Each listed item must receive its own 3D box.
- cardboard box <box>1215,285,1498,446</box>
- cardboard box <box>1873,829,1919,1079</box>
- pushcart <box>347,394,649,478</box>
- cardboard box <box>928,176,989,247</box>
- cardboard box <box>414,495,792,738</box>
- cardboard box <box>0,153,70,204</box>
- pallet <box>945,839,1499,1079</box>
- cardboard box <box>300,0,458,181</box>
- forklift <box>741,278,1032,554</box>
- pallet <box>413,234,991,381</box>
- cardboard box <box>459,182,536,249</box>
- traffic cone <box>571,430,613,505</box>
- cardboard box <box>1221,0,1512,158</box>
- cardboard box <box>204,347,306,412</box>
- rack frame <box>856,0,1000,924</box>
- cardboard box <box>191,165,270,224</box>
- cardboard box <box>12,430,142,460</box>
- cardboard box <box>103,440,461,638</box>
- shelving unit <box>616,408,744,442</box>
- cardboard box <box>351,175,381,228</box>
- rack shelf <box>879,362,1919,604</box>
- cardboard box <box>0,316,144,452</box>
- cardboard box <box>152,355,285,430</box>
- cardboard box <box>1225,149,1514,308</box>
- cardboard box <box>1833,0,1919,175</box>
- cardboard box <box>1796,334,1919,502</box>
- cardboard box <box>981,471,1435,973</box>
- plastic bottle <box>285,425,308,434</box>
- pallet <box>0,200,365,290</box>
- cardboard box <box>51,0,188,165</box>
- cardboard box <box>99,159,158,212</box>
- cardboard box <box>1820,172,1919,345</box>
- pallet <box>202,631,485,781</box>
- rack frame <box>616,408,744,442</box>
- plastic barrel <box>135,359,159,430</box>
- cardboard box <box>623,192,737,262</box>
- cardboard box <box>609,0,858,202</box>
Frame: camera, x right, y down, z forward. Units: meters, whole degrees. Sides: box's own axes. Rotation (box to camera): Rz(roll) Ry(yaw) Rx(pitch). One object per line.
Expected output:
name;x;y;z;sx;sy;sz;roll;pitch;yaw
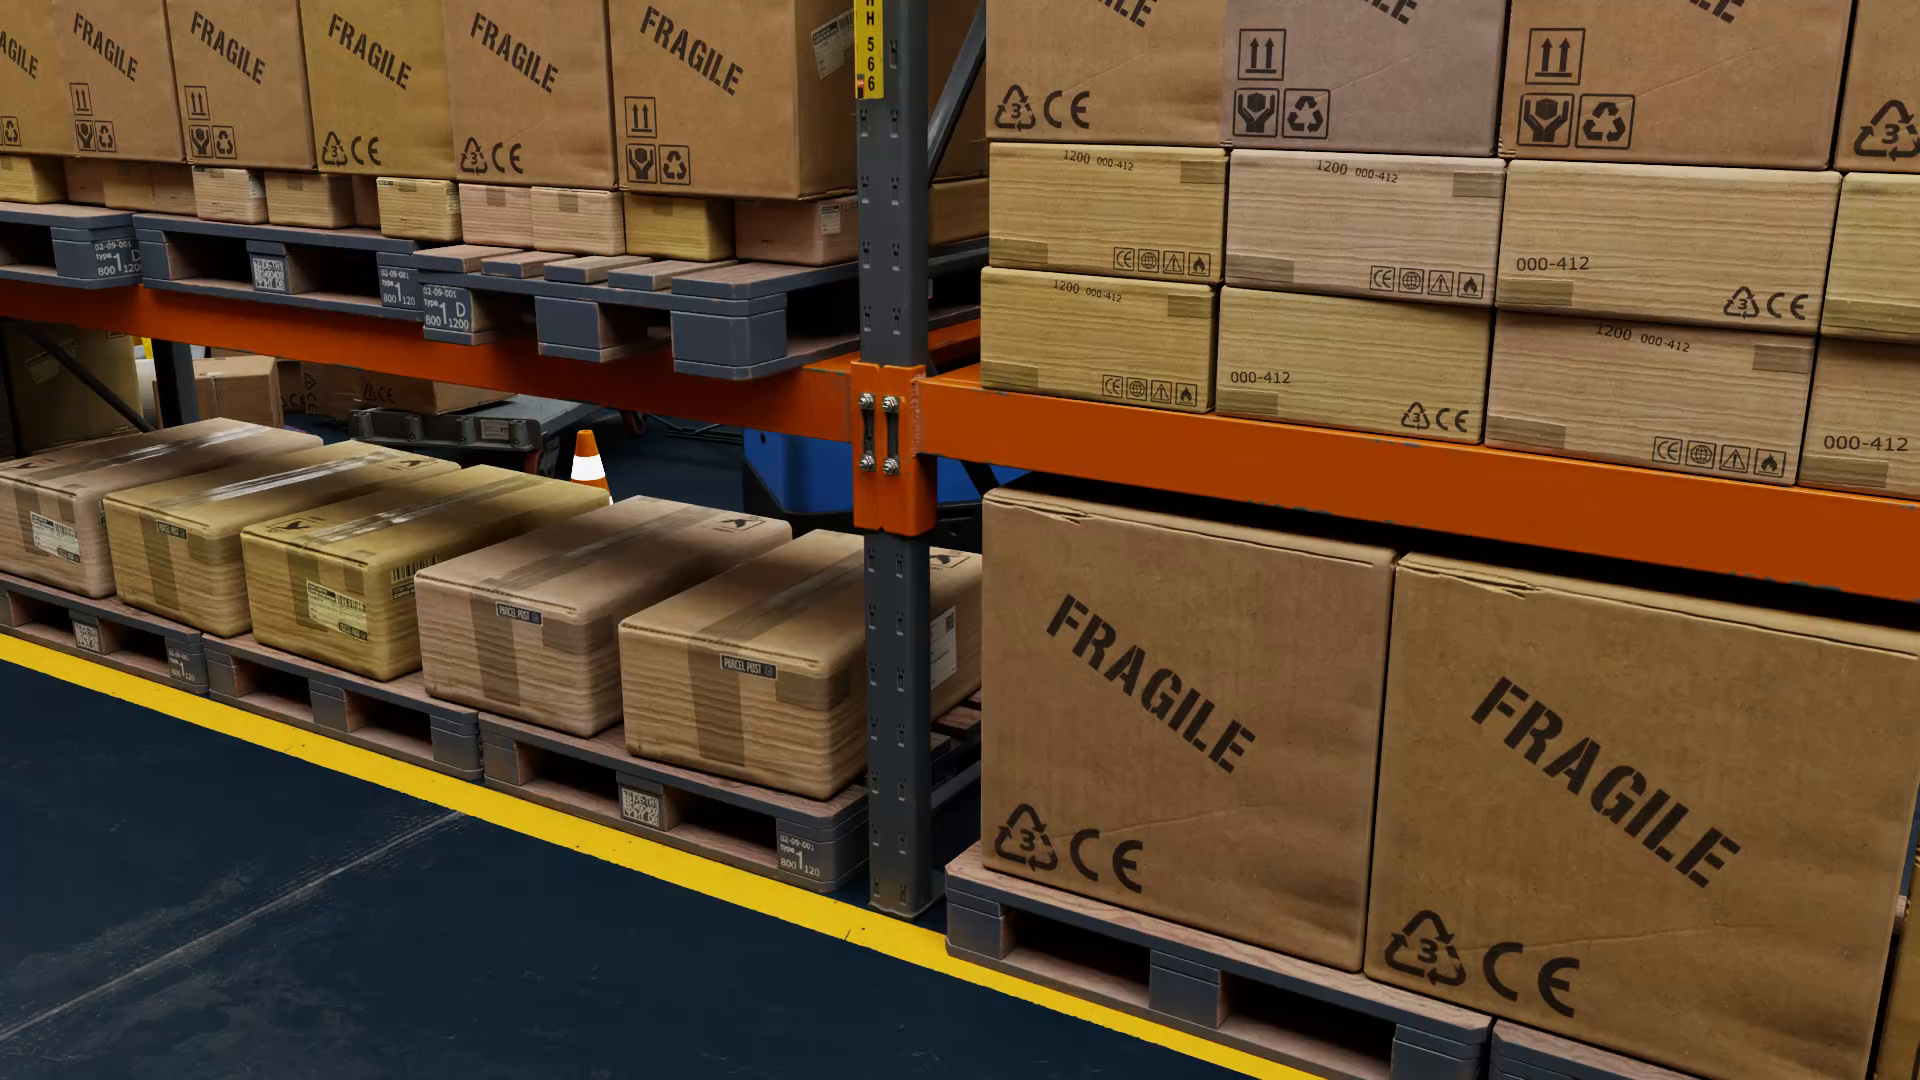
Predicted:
cardboard box;0.828;-0.384;3.243;0.500;0.250;0.500;9;19;28
cardboard box;2.160;0.548;2.850;0.875;0.875;0.875;11;20;32
pushcart;-2.162;-0.592;8.182;0.936;0.377;1.648;3;17;11
cardboard box;-0.084;-0.843;4.204;0.250;0.149;0.380;9;19;27
cardboard box;-1.013;0.191;4.889;0.625;0.372;0.950;10;19;29
cardboard box;-2.799;-1.153;5.226;0.250;0.149;0.380;11;20;31
pallet;0.728;0.806;3.863;1.213;0.211;1.003;10;20;30
cardboard box;-1.314;-1.210;4.298;0.500;0.500;0.500;9;19;26
forklift;0.657;-1.466;6.664;3.031;2.935;1.130;-5;18;-16
pallet;-0.567;-0.657;4.212;1.003;0.211;1.213;10;20;30
cardboard box;-1.021;-0.829;4.159;0.250;0.149;0.380;9;19;27
traffic cone;-1.523;-0.219;6.806;0.334;0.463;0.336;10;20;30
cardboard box;0.816;-0.984;3.067;0.500;0.500;0.500;10;20;30
cardboard box;-3.900;-1.049;9.467;0.637;0.503;0.797;-2;17;-8
rack frame;0.096;-0.666;3.914;0.127;3.000;1.000;10;20;30
cardboard box;-1.911;-0.988;4.683;0.250;0.149;0.380;11;20;32
cardboard box;-3.674;-0.317;6.771;0.500;0.250;0.500;9;19;28
cardboard box;-2.250;-0.031;5.620;0.625;0.372;0.950;12;20;33
shelving unit;-0.840;-1.026;8.220;1.500;1.048;0.538;8;-8;24
cardboard box;-1.411;-0.937;4.514;0.250;0.149;0.380;10;20;30
rack shelf;1.800;-0.018;3.017;4.000;0.370;1.077;10;20;30
cardboard box;-3.674;-0.676;6.662;0.500;0.500;0.500;11;20;33
cardboard box;-3.514;-0.580;7.926;0.500;0.500;0.500;-6;18;-18
cardboard box;0.838;-0.617;3.148;0.500;0.250;0.500;11;20;31
cardboard box;1.677;-0.824;2.540;0.500;0.500;0.500;10;20;31
cardboard box;1.694;-0.229;2.731;0.500;0.250;0.500;10;20;30
cardboard box;0.641;0.275;3.748;0.875;0.875;0.875;10;20;30
plastic bottle;-3.431;-0.530;8.519;0.283;0.061;0.133;14;22;39
pallet;-2.738;-1.031;5.444;1.213;0.211;1.003;10;20;30
cardboard box;-2.222;-1.369;4.821;0.500;0.500;0.500;10;20;30
cardboard box;-2.320;-1.079;4.983;0.250;0.149;0.380;10;20;31
cardboard box;1.682;-0.457;2.624;0.500;0.250;0.500;11;20;31
pallet;-1.605;0.363;5.324;1.213;0.211;1.003;10;20;30
rack frame;-0.936;-0.532;8.152;1.500;0.032;0.500;8;-8;24
plastic barrel;-4.169;-0.711;8.495;0.512;0.421;0.421;-6;18;-18
cardboard box;-0.573;-0.762;3.937;0.250;0.149;0.380;10;20;31
cardboard box;-0.437;-1.058;3.796;0.500;0.500;0.500;9;19;28
